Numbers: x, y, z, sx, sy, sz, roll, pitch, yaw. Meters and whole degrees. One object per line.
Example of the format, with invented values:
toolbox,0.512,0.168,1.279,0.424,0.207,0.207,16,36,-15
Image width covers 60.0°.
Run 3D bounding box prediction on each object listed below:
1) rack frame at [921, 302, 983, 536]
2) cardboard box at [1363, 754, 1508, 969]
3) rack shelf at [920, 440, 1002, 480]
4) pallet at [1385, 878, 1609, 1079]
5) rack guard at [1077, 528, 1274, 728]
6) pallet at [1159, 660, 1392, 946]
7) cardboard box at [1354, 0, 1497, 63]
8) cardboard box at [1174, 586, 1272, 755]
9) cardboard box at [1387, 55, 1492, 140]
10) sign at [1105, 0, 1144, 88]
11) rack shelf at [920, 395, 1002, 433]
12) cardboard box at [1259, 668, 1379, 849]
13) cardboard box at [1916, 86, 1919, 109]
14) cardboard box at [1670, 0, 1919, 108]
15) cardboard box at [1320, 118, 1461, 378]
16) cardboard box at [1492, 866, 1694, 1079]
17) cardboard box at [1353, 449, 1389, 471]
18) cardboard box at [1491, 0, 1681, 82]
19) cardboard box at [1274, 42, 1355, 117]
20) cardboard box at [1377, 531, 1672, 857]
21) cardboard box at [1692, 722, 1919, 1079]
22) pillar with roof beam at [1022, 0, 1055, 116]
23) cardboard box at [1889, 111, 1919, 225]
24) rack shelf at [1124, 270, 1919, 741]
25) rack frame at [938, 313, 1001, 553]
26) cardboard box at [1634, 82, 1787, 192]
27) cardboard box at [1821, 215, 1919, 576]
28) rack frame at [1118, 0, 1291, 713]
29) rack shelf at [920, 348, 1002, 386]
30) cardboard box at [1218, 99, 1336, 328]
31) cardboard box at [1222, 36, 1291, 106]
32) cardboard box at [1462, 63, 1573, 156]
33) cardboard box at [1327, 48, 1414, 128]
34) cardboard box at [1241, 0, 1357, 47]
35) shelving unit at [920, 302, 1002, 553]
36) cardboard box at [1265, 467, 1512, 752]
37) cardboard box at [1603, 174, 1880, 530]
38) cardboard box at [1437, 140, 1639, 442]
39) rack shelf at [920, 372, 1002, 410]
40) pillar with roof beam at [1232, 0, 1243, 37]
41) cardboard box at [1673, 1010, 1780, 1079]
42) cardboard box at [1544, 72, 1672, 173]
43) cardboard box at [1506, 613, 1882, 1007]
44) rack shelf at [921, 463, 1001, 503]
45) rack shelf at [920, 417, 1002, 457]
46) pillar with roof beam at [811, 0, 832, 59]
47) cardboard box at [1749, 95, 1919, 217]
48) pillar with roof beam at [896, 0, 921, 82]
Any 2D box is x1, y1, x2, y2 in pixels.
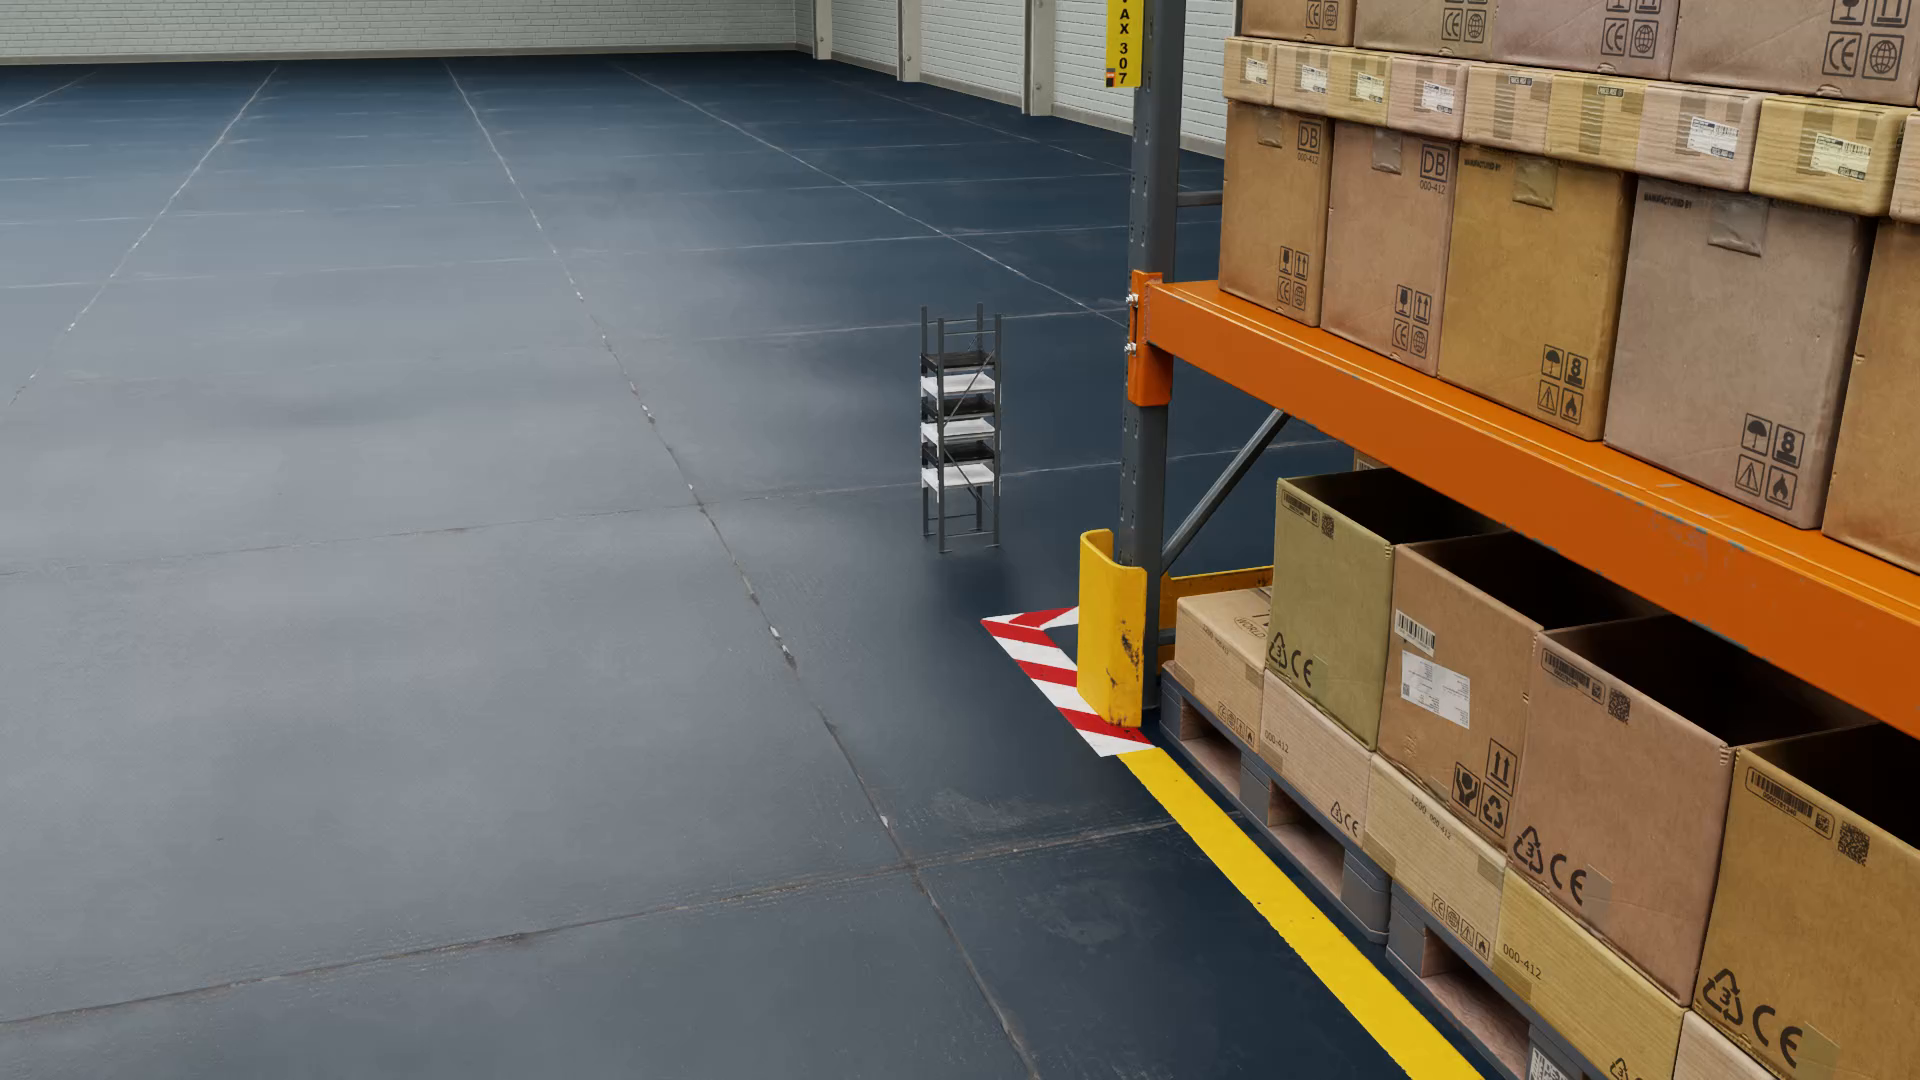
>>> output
rack frame,-0.029,-0.454,6.348,0.240,0.900,0.006,-6,21,-17
cardboard box,1.234,0.650,3.617,0.500,0.250,0.500,-6,21,-17
rack shelf,0.003,-0.305,6.299,0.258,0.077,0.200,-6,21,-17
pallet,1.619,0.981,3.373,1.003,0.211,1.213,-6,21,-17
rack guard,0.952,0.206,5.104,1.175,0.500,0.348,-6,21,-17
pallet,1.240,0.590,4.461,1.003,0.211,1.213,-6,21,-17
cardboard box,1.281,-1.284,3.488,0.700,0.500,0.500,-7,21,-19
cardboard box,0.917,0.329,4.509,0.500,0.250,0.500,-6,21,-17
cardboard box,1.118,-0.921,3.435,0.380,0.149,0.250,-7,21,-18
sign,0.431,-1.351,4.342,0.100,0.325,0.005,-6,21,-17
rack shelf,0.003,-0.474,6.238,0.258,0.077,0.200,-6,21,-17
cardboard box,1.078,0.489,4.064,0.500,0.250,0.500,-6,21,-17
cardboard box,1.754,-0.802,2.144,0.700,0.500,0.500,-6,21,-17
cardboard box,1.598,-0.962,2.590,0.700,0.500,0.500,-6,21,-17
cardboard box,1.264,-0.691,3.755,0.700,0.500,0.500,-6,21,-16
cardboard box,1.387,0.811,3.169,0.500,0.250,0.500,-6,21,-17
cardboard box,1.411,-0.079,4.536,0.500,0.500,0.500,-6,21,-17
cardboard box,1.440,-1.123,3.038,0.700,0.500,0.500,-6,21,-17
cardboard box,0.964,-1.082,3.885,0.380,0.149,0.250,-7,21,-19
cardboard box,1.245,0.295,3.494,0.500,0.500,0.500,-6,21,-17
cardboard box,1.557,0.617,2.599,0.500,0.500,0.500,-6,21,-17
pillar with roof beam,-3.042,-9.500,19.554,9.100,9.000,0.400,-6,21,-17
cardboard box,1.530,-0.504,2.275,0.380,0.149,0.250,-6,21,-16
rack shelf,1.588,0.017,2.995,1.077,0.370,4.000,-6,21,-17
rack frame,0.034,-0.388,6.166,0.240,0.900,0.006,-6,21,-17
cardboard box,1.361,-0.673,2.746,0.380,0.149,0.250,-6,21,-17
cardboard box,1.745,-0.198,2.383,0.700,0.500,0.500,-6,21,-16
rack frame,0.959,-0.963,4.660,1.000,3.000,0.127,-6,21,-17
rack shelf,0.003,-0.644,6.177,0.258,0.077,0.200,-6,21,-17
cardboard box,1.094,-0.859,4.223,0.700,0.500,0.500,-6,21,-17
cardboard box,0.878,-1.167,4.120,0.380,0.149,0.250,-7,21,-18
cardboard box,1.204,-0.836,3.198,0.380,0.149,0.250,-7,21,-19
cardboard box,1.041,-1.002,3.661,0.380,0.149,0.250,-6,21,-17
cardboard box,1.111,-1.453,3.956,0.700,0.500,0.500,-6,21,-17
shelving unit,0.003,-0.421,6.257,0.258,0.900,0.210,-6,21,-17
cardboard box,1.076,0.136,3.936,0.500,0.500,0.500,-6,21,-17
cardboard box,1.583,-0.362,2.840,0.700,0.500,0.500,-6,21,-16
cardboard box,1.414,-0.531,3.310,0.700,0.500,0.500,-6,21,-17
rack shelf,0.003,-0.559,6.208,0.258,0.077,0.200,-6,21,-17
pillar with roof beam,-1.156,-7.575,14.193,9.100,9.000,0.400,-6,21,-17
cardboard box,1.545,0.971,2.722,0.500,0.250,0.500,-6,21,-17
cardboard box,1.285,-0.754,2.970,0.380,0.149,0.250,-7,21,-18
cardboard box,1.386,0.458,3.042,0.500,0.500,0.500,-6,21,-17
rack shelf,0.003,-0.220,6.329,0.258,0.077,0.200,-6,21,-17
rack shelf,0.003,-0.390,6.268,0.258,0.077,0.200,-6,21,-17
pillar with roof beam,-6.814,-13.351,30.275,9.100,9.000,0.400,-6,21,-17
cardboard box,1.444,-0.589,2.511,0.380,0.149,0.250,-6,21,-15
pillar with roof beam,-4.928,-11.426,24.915,9.100,9.000,0.400,-6,21,-17
